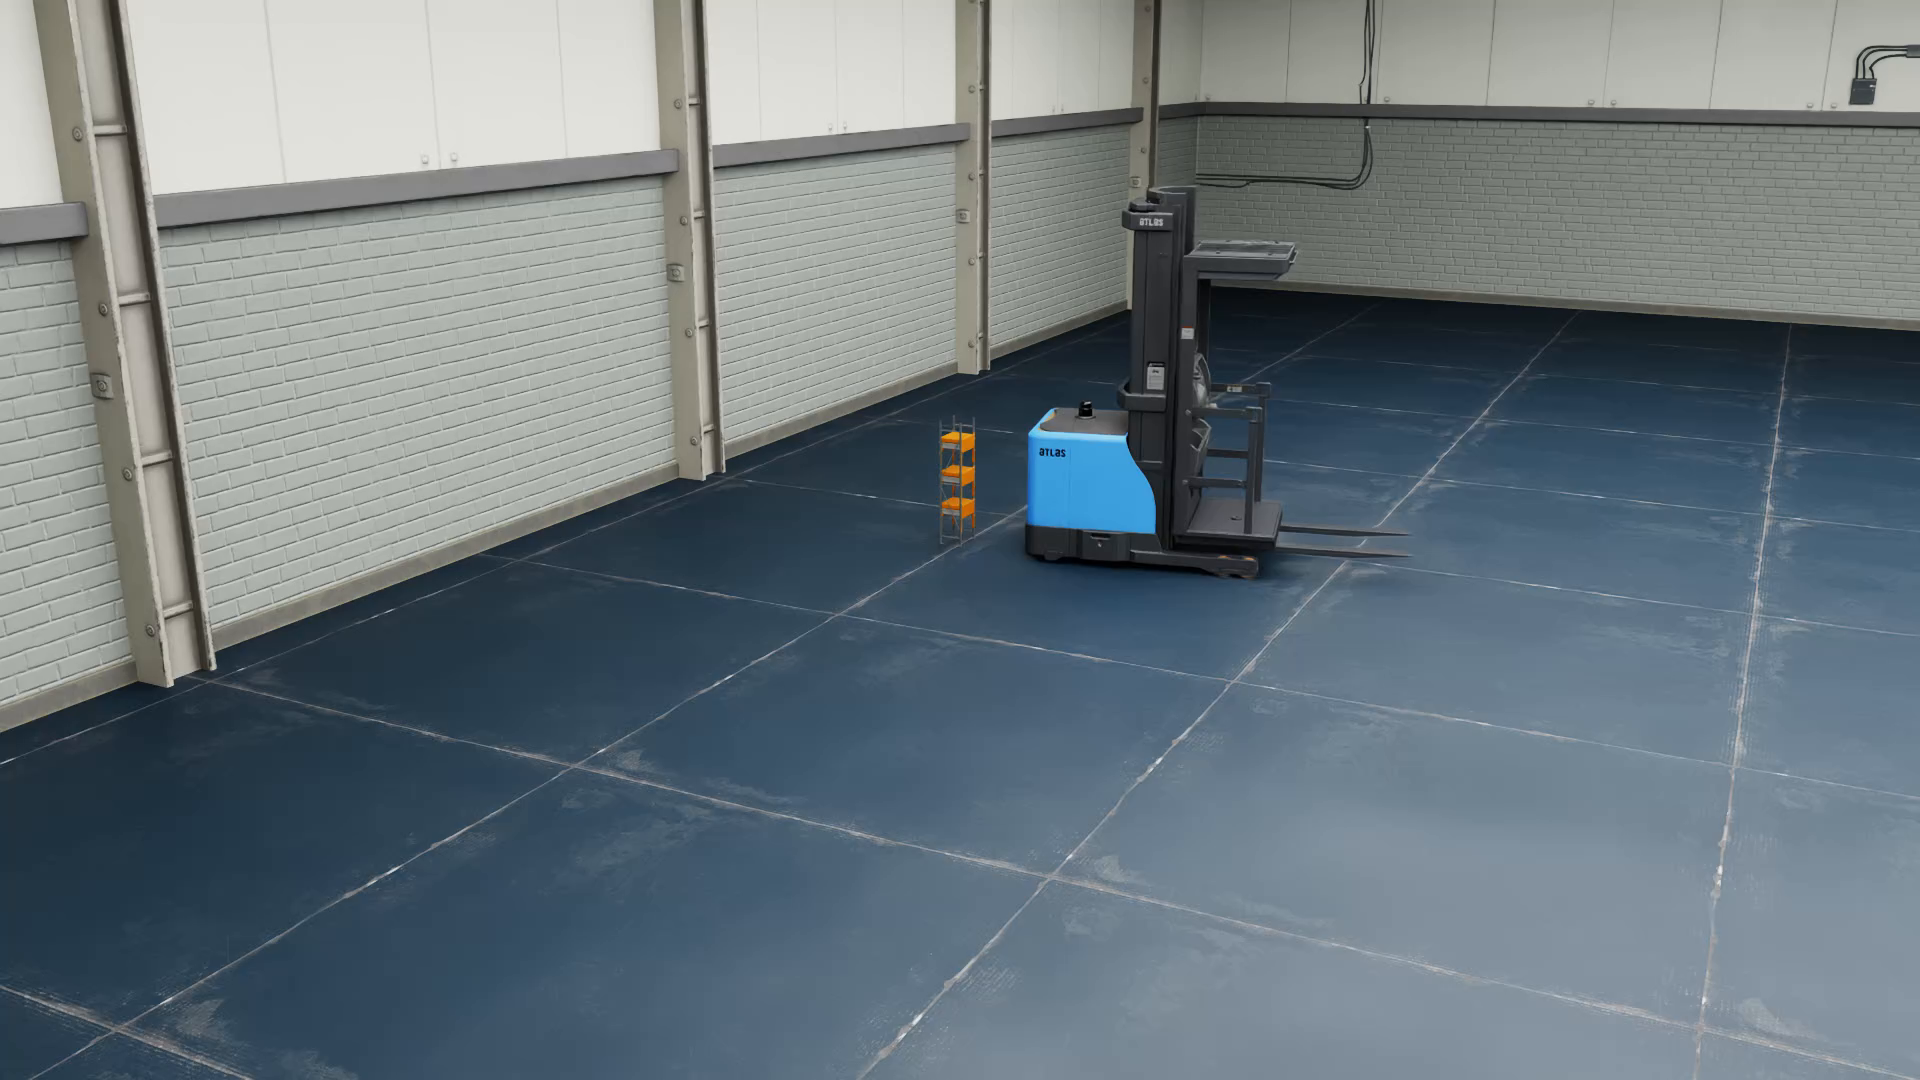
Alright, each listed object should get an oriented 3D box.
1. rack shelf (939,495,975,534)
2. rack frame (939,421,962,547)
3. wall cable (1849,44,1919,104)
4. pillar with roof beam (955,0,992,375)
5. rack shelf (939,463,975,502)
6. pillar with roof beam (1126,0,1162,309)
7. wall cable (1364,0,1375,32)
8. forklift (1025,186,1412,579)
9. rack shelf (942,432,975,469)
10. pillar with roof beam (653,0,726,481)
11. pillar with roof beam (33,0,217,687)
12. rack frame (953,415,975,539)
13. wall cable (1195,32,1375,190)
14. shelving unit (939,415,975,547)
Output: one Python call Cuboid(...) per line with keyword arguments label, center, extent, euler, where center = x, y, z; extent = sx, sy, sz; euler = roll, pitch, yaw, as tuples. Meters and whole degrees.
Cuboid(label="rack shelf", center=(-0.024, -0.213, 13.911), extent=(0.215, 0.259, 0.240), euler=(8, 18, 25))
Cuboid(label="rack frame", center=(-0.078, -0.459, 13.724), extent=(0.200, 1.050, 0.008), euler=(8, 18, 25))
Cuboid(label="wall cable", center=(13.830, -9.010, 22.583), extent=(2.305, 6.003, 0.169), euler=(8, 18, 25))
Cuboid(label="pillar with roof beam", center=(4.015, -5.934, 18.198), extent=(9.100, 9.000, 0.400), euler=(8, 18, 25))
Cuboid(label="rack shelf", center=(-0.024, -0.479, 13.832), extent=(0.215, 0.259, 0.240), euler=(8, 18, 25))
Cuboid(label="pillar with roof beam", center=(6.696, -7.462, 23.343), extent=(9.100, 9.000, 0.400), euler=(8, 18, 25))
Cuboid(label="wall cable", center=(7.765, -9.180, 25.712), extent=(3.097, 2.526, 0.112), euler=(8, 18, 25))
Cuboid(label="forklift", center=(2.100, -1.267, 13.142), extent=(3.031, 2.935, 1.130), euler=(4, 17, 13))
Cuboid(label="rack shelf", center=(-0.024, -0.752, 13.751), extent=(0.215, 0.259, 0.240), euler=(8, 18, 25))
Cuboid(label="pillar with roof beam", center=(1.334, -4.406, 13.052), extent=(9.100, 9.000, 0.400), euler=(8, 18, 25))
Cuboid(label="pillar with roof beam", center=(-1.347, -2.877, 7.907), extent=(9.100, 9.000, 0.400), euler=(8, 18, 25))
Cuboid(label="rack frame", center=(0.031, -0.521, 13.934), extent=(0.200, 1.050, 0.008), euler=(8, 18, 25))
Cuboid(label="wall cable", center=(5.344, -7.104, 27.590), extent=(3.097, 2.526, 0.112), euler=(8, 18, 25))
Cuboid(label="shelving unit", center=(-0.024, -0.490, 13.829), extent=(0.215, 1.050, 0.252), euler=(8, 18, 25))
